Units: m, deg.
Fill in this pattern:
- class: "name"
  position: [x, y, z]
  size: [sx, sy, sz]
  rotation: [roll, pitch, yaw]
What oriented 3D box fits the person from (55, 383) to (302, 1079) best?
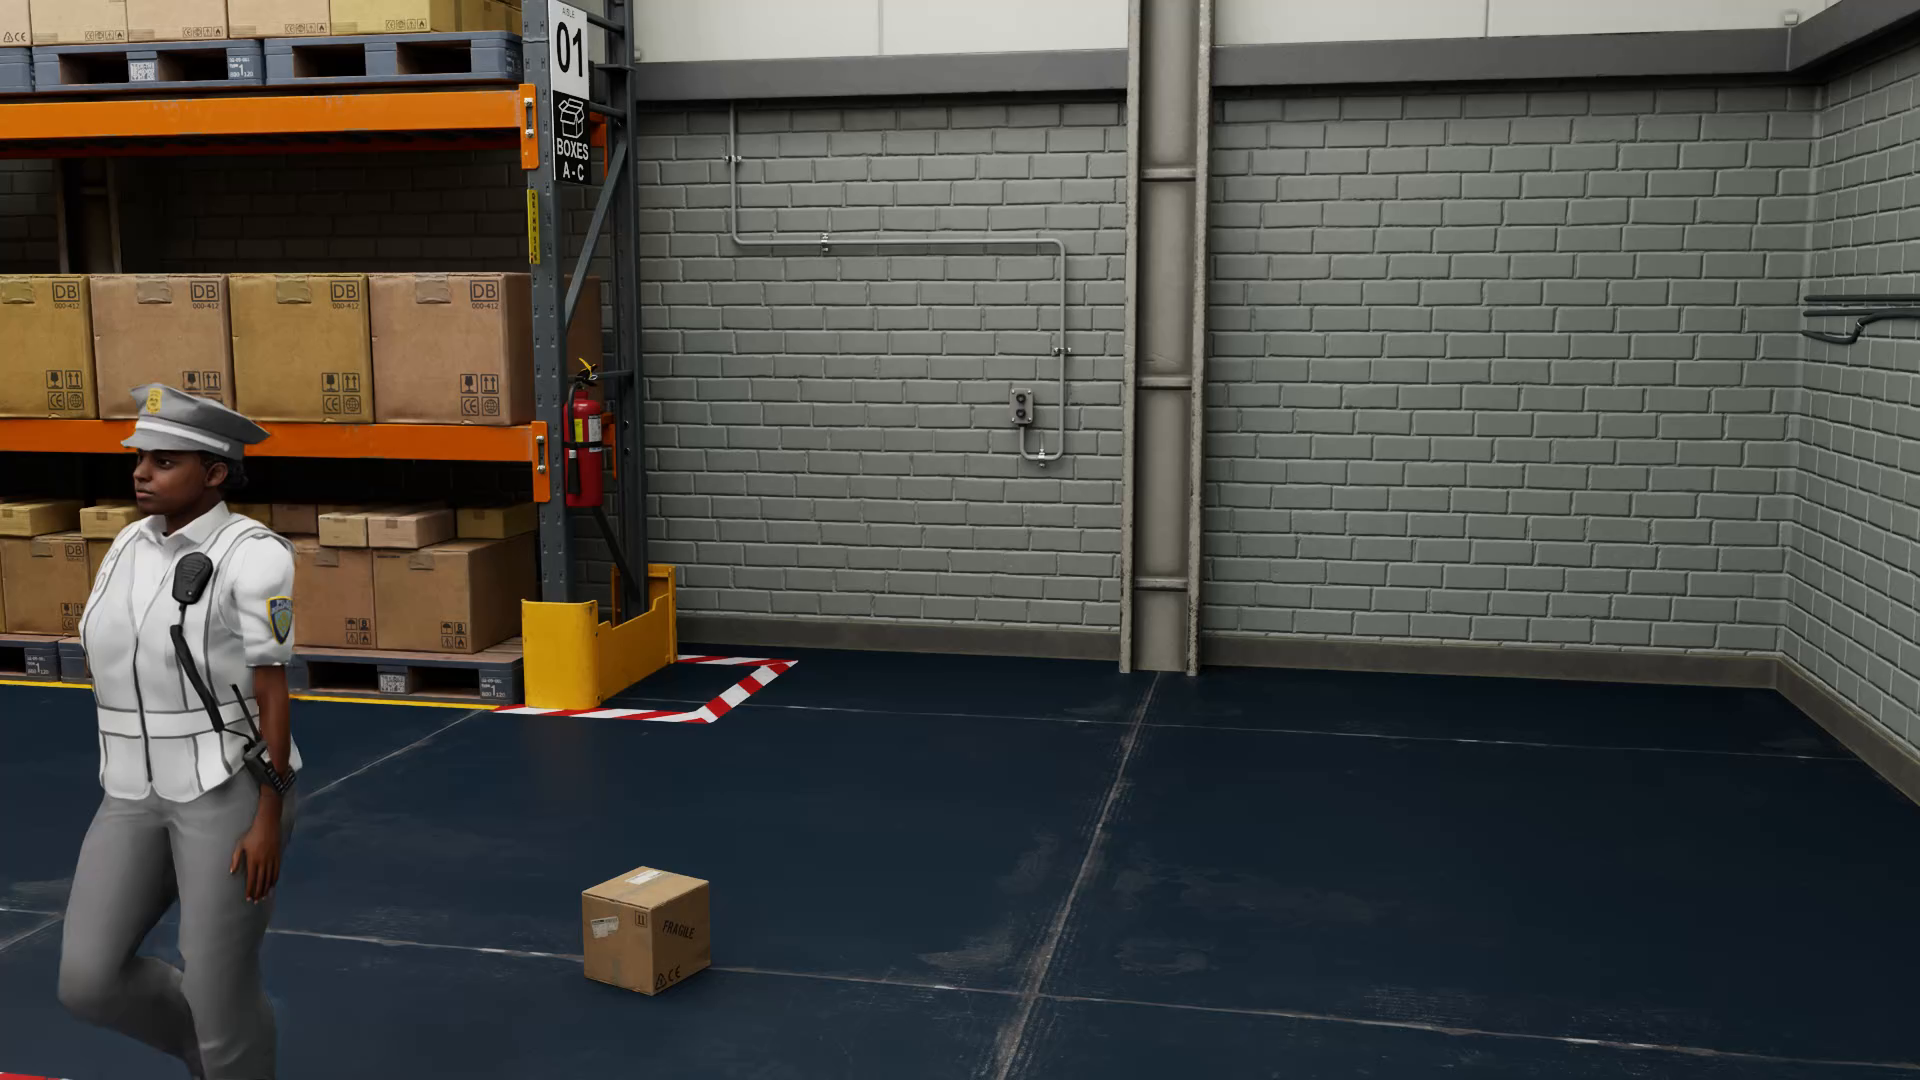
- class: "person"
  position: [-6.917, 0.705, 1.619]
  size: [9.778, 1.809, 6.863]
  rotation: [2, 8, 16]
